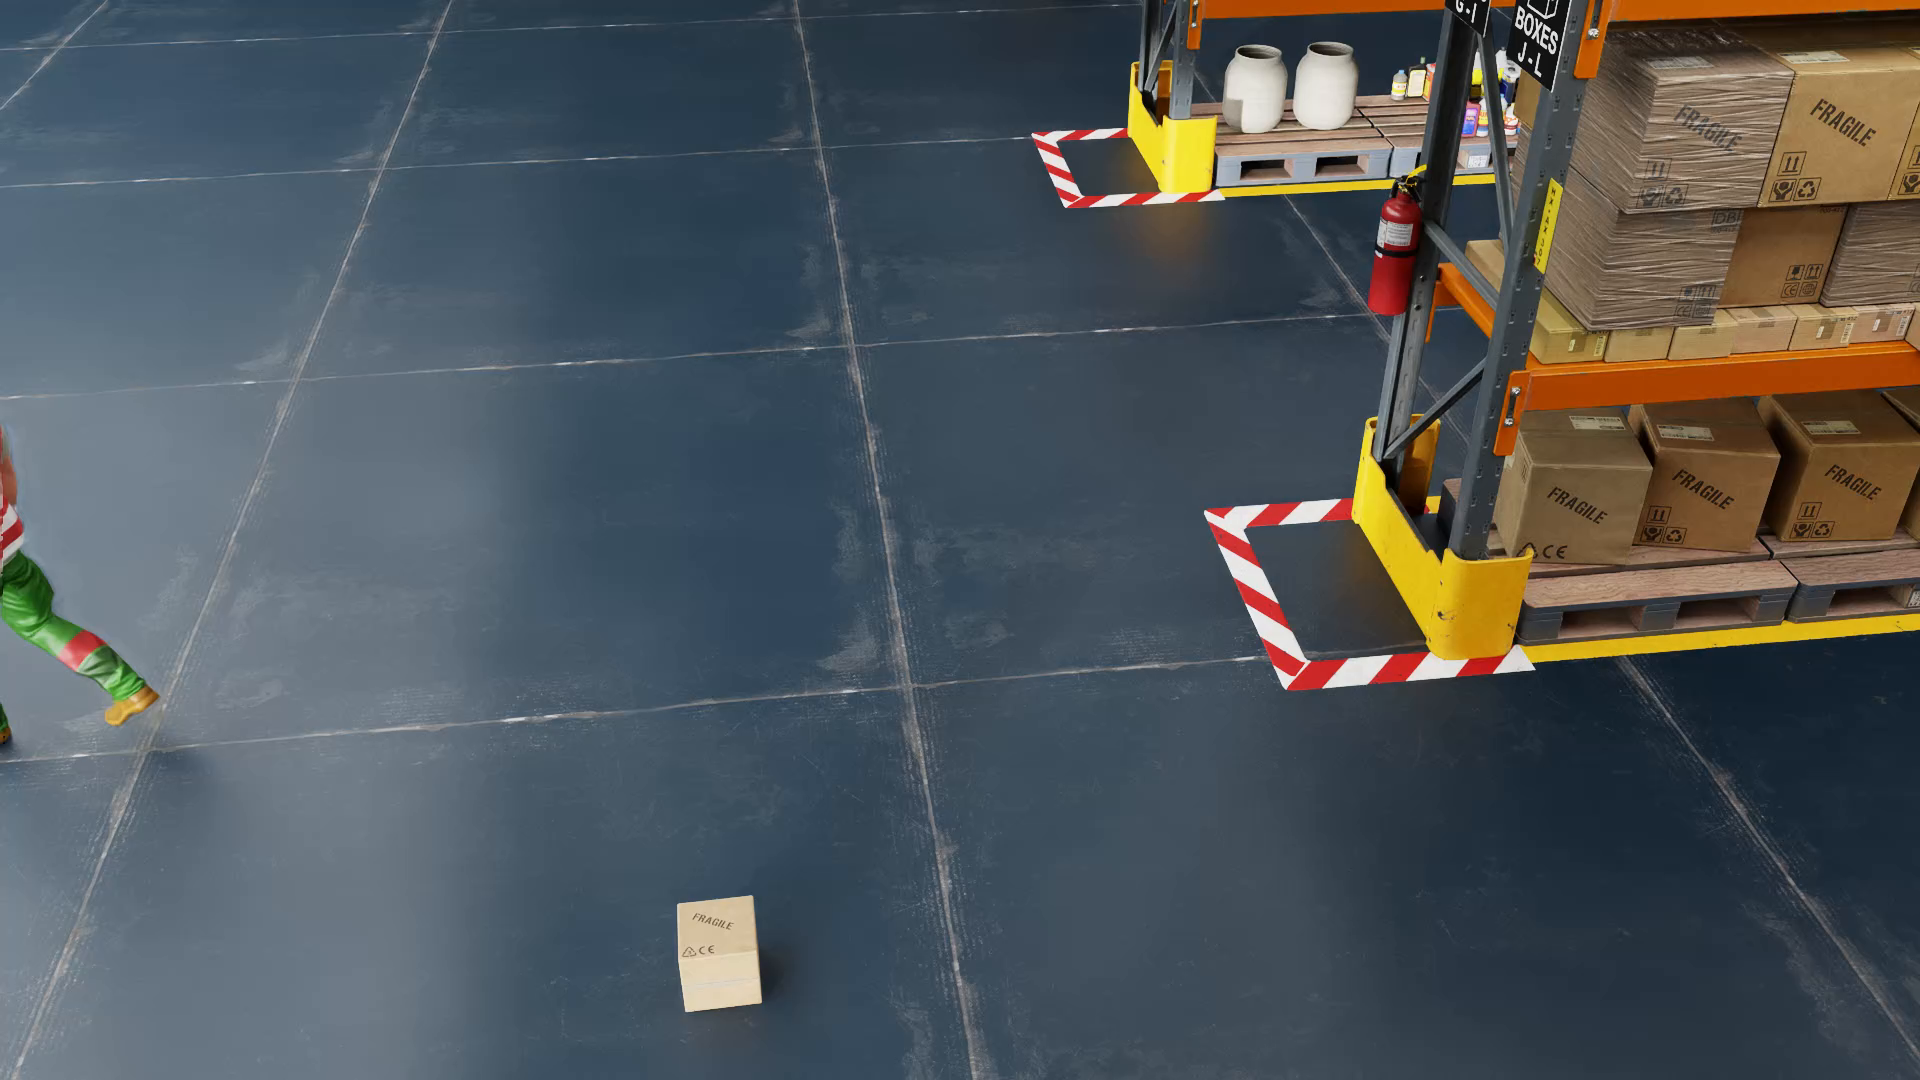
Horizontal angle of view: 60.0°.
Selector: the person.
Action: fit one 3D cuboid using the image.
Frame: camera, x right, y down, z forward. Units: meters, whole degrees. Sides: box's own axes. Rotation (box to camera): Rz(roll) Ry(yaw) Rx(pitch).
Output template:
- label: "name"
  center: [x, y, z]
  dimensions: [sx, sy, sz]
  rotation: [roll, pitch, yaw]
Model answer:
- label: "person"
  center: [-3.559, 0.056, 6.040]
  dimensions: [0.934, 1.761, 0.559]
  rotation: [10, 36, 14]
